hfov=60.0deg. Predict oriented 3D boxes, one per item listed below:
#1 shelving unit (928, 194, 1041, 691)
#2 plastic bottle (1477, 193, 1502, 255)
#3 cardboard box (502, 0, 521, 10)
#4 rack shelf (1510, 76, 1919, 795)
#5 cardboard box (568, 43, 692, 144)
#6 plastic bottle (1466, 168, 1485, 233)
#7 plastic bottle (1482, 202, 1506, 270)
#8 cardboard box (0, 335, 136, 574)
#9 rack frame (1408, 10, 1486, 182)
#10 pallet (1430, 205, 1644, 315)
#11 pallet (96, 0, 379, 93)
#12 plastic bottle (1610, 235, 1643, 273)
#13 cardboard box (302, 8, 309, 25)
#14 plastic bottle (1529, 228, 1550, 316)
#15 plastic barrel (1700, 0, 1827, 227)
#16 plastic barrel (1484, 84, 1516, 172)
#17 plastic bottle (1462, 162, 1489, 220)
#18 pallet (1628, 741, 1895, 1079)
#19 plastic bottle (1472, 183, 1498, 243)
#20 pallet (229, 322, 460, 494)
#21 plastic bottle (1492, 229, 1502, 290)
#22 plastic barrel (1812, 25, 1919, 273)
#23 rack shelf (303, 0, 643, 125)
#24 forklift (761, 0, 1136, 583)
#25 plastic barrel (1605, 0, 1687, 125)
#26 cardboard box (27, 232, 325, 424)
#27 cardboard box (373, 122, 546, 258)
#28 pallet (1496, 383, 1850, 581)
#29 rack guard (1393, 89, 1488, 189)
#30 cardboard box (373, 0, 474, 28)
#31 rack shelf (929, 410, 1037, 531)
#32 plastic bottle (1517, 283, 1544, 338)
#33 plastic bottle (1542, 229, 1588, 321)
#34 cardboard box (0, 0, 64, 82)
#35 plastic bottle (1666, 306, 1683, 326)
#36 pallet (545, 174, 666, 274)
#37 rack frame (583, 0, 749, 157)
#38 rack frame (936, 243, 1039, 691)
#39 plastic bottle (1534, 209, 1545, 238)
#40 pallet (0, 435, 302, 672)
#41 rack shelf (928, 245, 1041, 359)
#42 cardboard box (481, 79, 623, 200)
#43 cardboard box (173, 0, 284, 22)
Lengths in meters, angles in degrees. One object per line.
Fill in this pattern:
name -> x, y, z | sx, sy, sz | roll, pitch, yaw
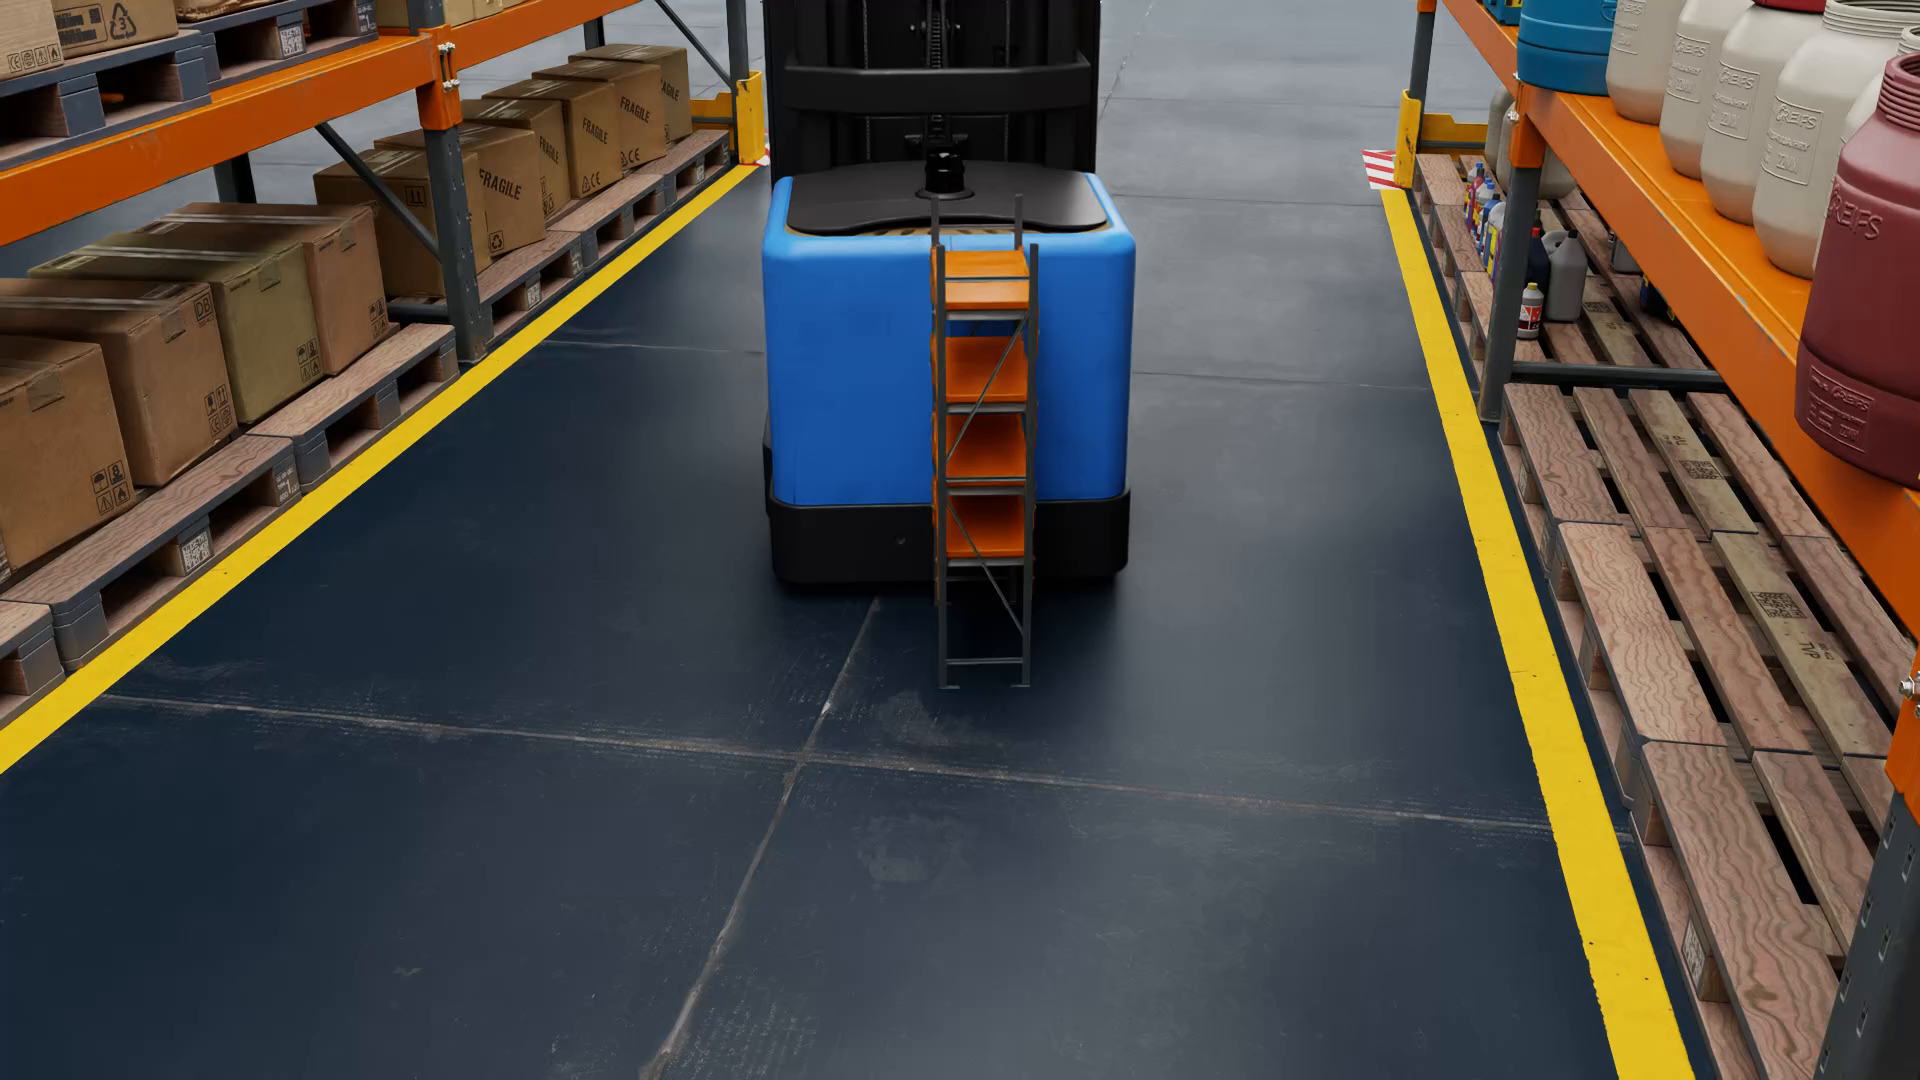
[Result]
shelving unit -> 0.055, -0.253, 4.375 | 0.258, 1.200, 0.503 | -1, 25, -2
plastic bottle -> 2.378, -1.410, 7.424 | 0.097, 0.271, 0.097 | 0, 25, 0
cardboard box -> -2.054, -2.289, 6.898 | 0.380, 0.149, 0.250 | 4, 25, 9
rack shelf -> 2.106, -0.618, 3.881 | 1.077, 0.370, 4.000 | 4, 25, 9
cardboard box -> -1.918, -2.595, 9.708 | 0.500, 0.500, 0.500 | 9, 27, 18
plastic bottle -> 2.428, -1.592, 7.798 | 0.061, 0.283, 0.133 | 4, 25, 9
plastic bottle -> 2.369, -1.318, 7.222 | 0.152, 0.276, 0.135 | 4, 25, 9
cardboard box -> -2.853, -0.270, 4.718 | 0.700, 0.500, 0.500 | 6, 26, 13
rack frame -> 3.087, -3.453, 9.089 | 1.000, 3.000, 0.127 | 4, 25, 9
pallet -> 2.781, -1.307, 7.794 | 1.003, 0.211, 1.213 | 4, 25, 9
pallet -> -2.722, -1.727, 5.628 | 1.003, 0.211, 1.213 | 4, 25, 9
plastic bottle -> 2.925, -1.311, 7.207 | 0.152, 0.276, 0.135 | 4, 25, 9
cardboard box -> -2.708, -2.120, 6.537 | 0.380, 0.149, 0.250 | 4, 25, 9
plastic bottle -> 2.254, -1.069, 6.602 | 0.144, 0.351, 0.185 | 3, 25, 7
plastic barrel -> 1.870, -0.969, 3.622 | 0.433, 0.535, 0.433 | 0, 25, 0
plastic barrel -> 3.055, -2.236, 8.928 | 0.421, 0.512, 0.421 | 0, 25, 0
plastic bottle -> 2.483, -1.680, 8.001 | 0.097, 0.271, 0.097 | 0, 25, 0
pallet -> 1.944, 0.834, 3.219 | 1.003, 0.211, 1.213 | 4, 25, 9
plastic bottle -> 2.411, -1.495, 7.605 | 0.097, 0.271, 0.097 | 0, 25, 0
pallet -> -2.579, -0.535, 6.144 | 1.003, 0.211, 1.213 | 4, 25, 9
plastic bottle -> 2.271, -1.190, 6.939 | 0.061, 0.283, 0.133 | 6, 26, 12
plastic barrel -> 1.737, -0.603, 2.868 | 0.421, 0.512, 0.421 | 0, 25, 0
rack shelf -> -2.126, -2.634, 8.188 | 1.077, 0.370, 4.000 | 4, 25, 9
forklift -> -0.105, -1.787, 5.611 | 1.130, 2.935, 3.031 | -1, 25, -3
plastic barrel -> 2.060, -1.457, 4.664 | 0.433, 0.535, 0.433 | 0, 25, 0
cardboard box -> -2.671, -0.737, 5.716 | 0.700, 0.500, 0.500 | 4, 25, 8
cardboard box -> -2.262, -1.586, 7.554 | 0.500, 0.500, 0.500 | 13, 28, 25
pallet -> 2.343, -0.186, 5.399 | 1.003, 0.211, 1.213 | 4, 25, 9
rack guard -> 3.121, -2.286, 9.544 | 1.175, 0.500, 0.348 | 4, 25, 9
cardboard box -> -2.121, -2.079, 6.449 | 0.380, 0.149, 0.250 | 4, 25, 9
rack shelf -> 0.055, -0.192, 4.404 | 0.258, 0.148, 0.480 | -1, 25, -2
plastic bottle -> 2.185, -0.886, 6.385 | 0.097, 0.201, 0.097 | 0, 25, 0
plastic bottle -> 2.396, -1.059, 6.580 | 0.144, 0.351, 0.185 | 4, 25, 9
cardboard box -> -2.606, -1.258, 4.081 | 0.500, 0.250, 0.500 | 3, 25, 7
plastic bottle -> 2.838, -0.996, 6.526 | 0.061, 0.283, 0.133 | 4, 25, 9
pallet -> -2.181, -1.656, 8.538 | 1.003, 0.211, 1.213 | 4, 25, 9
rack frame -> -1.799, -3.796, 9.822 | 1.000, 3.000, 0.127 | 4, 25, 9
rack frame -> 0.065, -0.150, 4.154 | 0.240, 1.200, 0.015 | -1, 25, -2
plastic bottle -> 2.444, -1.258, 7.084 | 0.061, 0.283, 0.133 | 4, 25, 9
pallet -> -2.776, -0.023, 5.050 | 1.003, 0.211, 1.213 | 4, 25, 9
rack shelf -> 0.055, -0.609, 4.208 | 0.258, 0.148, 0.480 | -1, 25, -2
cardboard box -> -2.103, -2.082, 8.612 | 0.500, 0.500, 0.500 | 6, 26, 13
cardboard box -> -2.721, -2.263, 5.343 | 1.000, 1.000, 1.000 | 4, 25, 9
